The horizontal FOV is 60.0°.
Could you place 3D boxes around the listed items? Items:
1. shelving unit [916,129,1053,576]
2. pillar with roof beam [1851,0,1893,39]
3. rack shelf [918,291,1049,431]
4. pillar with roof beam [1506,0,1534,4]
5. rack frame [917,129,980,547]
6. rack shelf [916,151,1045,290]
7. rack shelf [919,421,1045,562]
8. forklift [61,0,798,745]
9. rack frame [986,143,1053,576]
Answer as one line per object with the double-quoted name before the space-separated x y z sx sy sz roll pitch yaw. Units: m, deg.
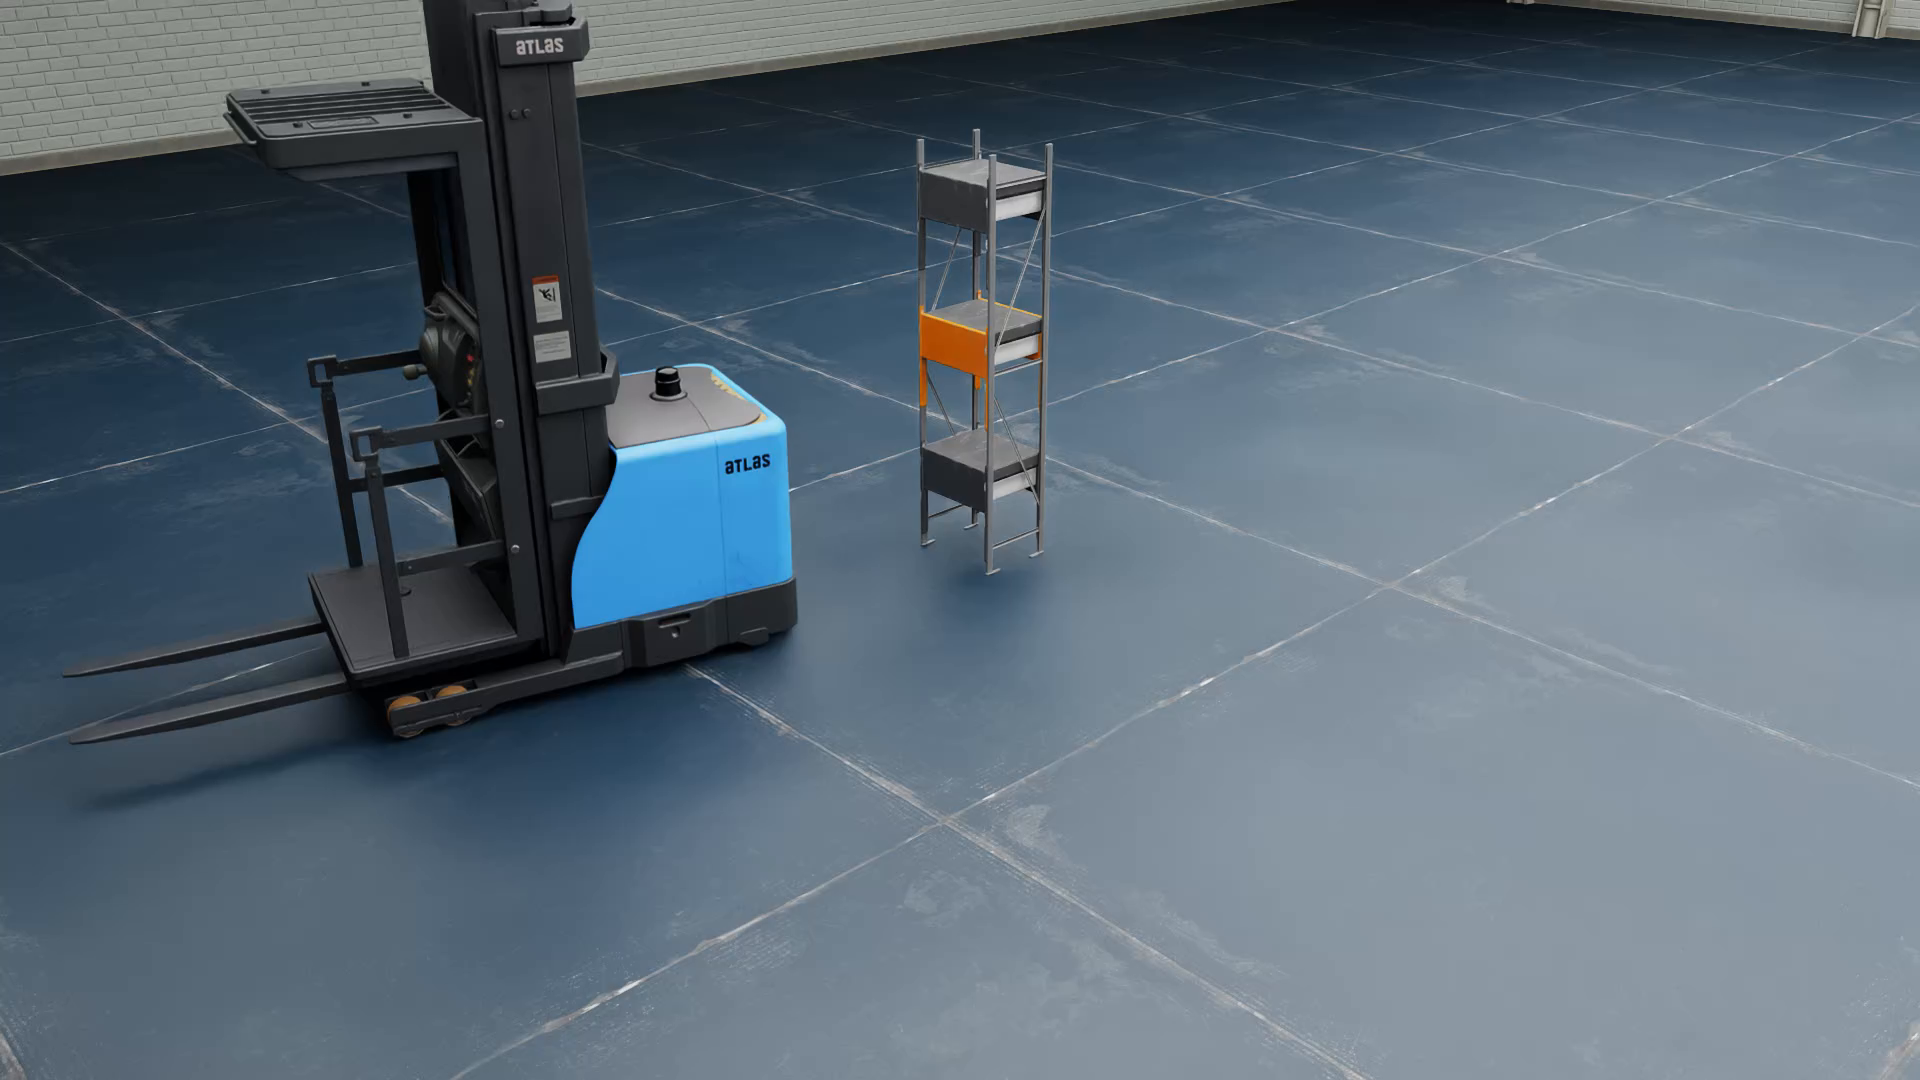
"shelving unit" 0.113 -0.905 8.204 0.431 2.100 0.503 -21 32 -38
"pillar with roof beam" 11.075 -10.755 21.482 9.100 9.000 0.400 -21 32 -38
"rack shelf" 0.113 -0.893 8.210 0.431 0.518 0.480 -21 32 -38
"pillar with roof beam" 6.974 -12.572 25.467 9.100 9.000 0.400 -21 32 -38
"rack frame" -0.054 -0.979 8.366 0.400 2.100 0.015 -21 32 -38
"rack shelf" 0.113 -1.530 7.919 0.431 0.518 0.480 -21 32 -38
"rack shelf" 0.113 -0.256 8.500 0.431 0.518 0.480 -21 32 -38
"forklift" -2.298 -0.761 6.886 3.031 2.935 1.130 -13 27 -26
"rack frame" 0.280 -0.831 8.042 0.400 2.100 0.015 -21 32 -38
